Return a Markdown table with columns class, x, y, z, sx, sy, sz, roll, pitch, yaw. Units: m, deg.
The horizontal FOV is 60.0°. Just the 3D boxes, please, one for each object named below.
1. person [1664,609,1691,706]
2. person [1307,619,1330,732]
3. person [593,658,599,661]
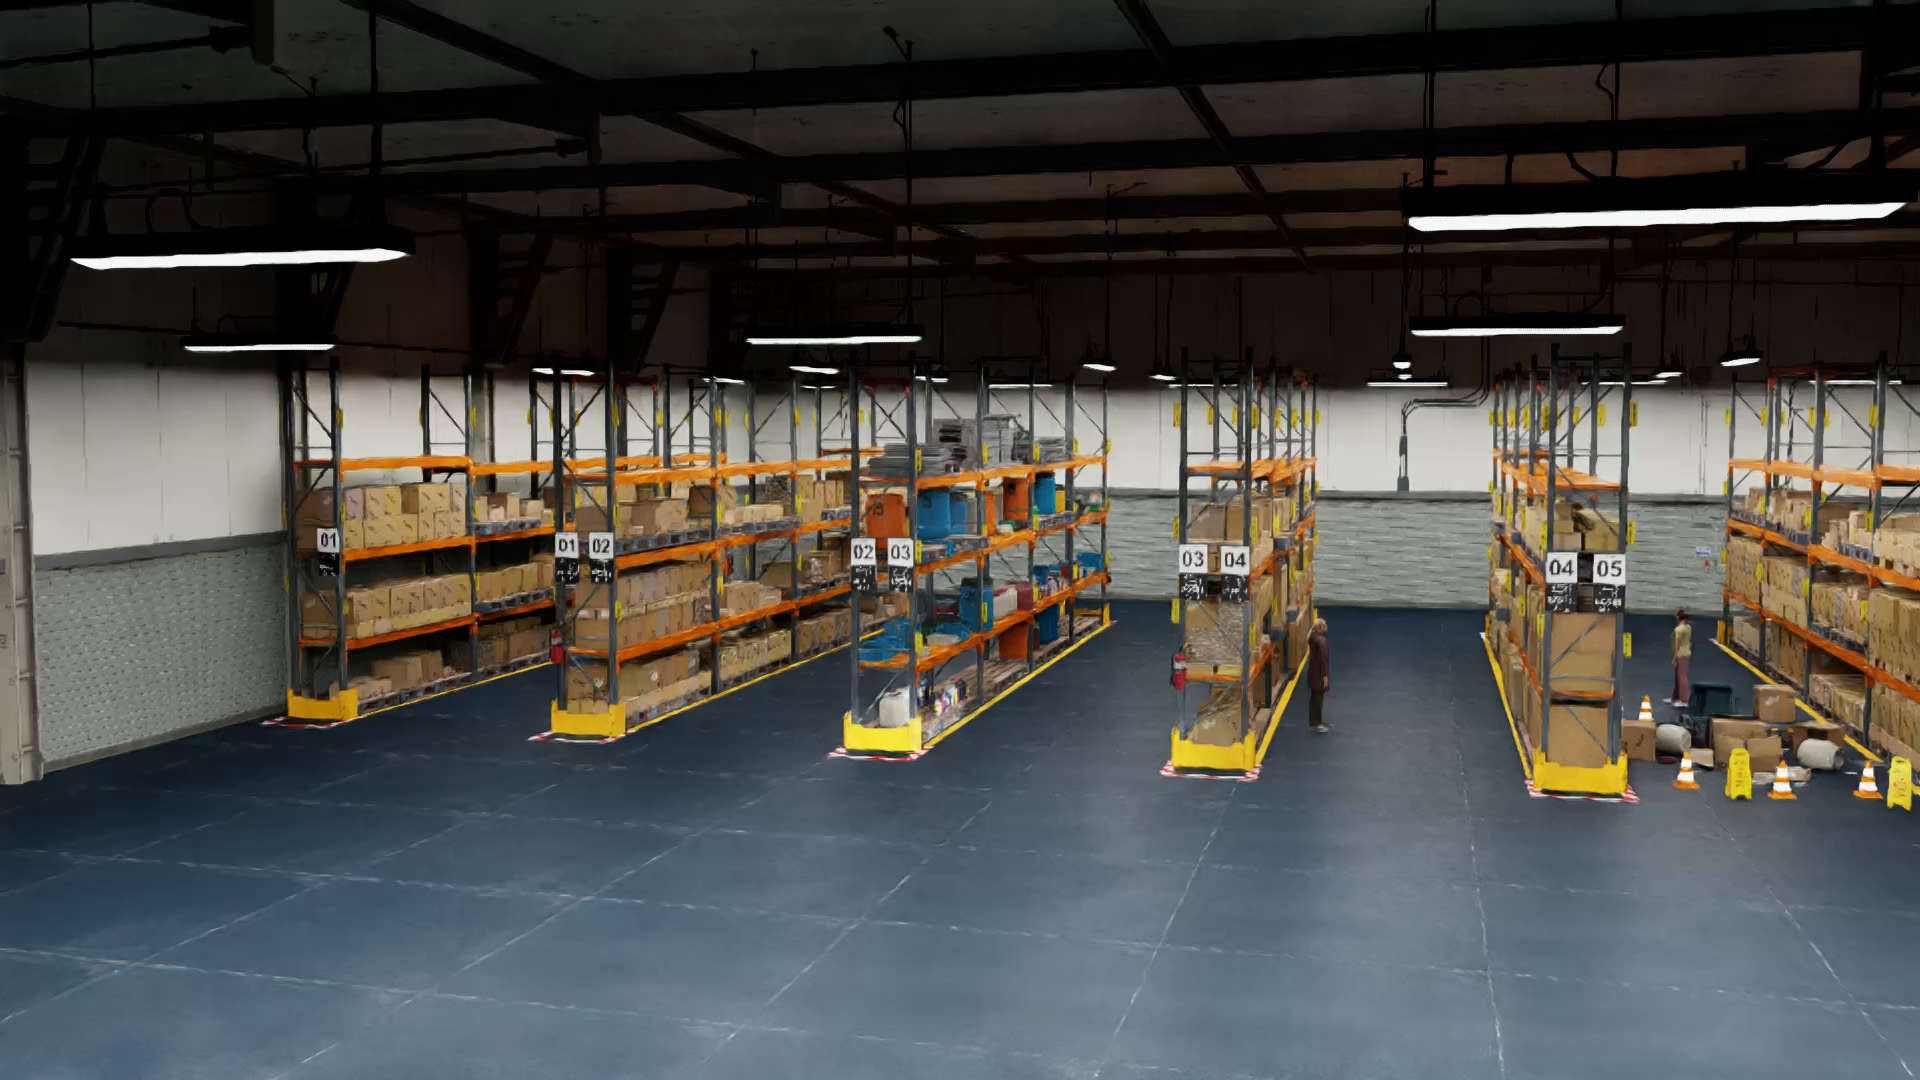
| class | x | y | z | sx | sy | sz | roll | pitch | yaw |
| --- | --- | --- | --- | --- | --- | --- | --- | --- | --- |
| person | 12.526 | 2.031 | 28.950 | 0.544 | 1.671 | 0.524 | 4 | 6 | 45 |
| person | 5.764 | 2.140 | 26.577 | 0.447 | 1.784 | 0.678 | 0 | 4 | -5 |
| person | -7.371 | 1.740 | 33.667 | 0.478 | 1.557 | 0.999 | 1 | 4 | 7 |
